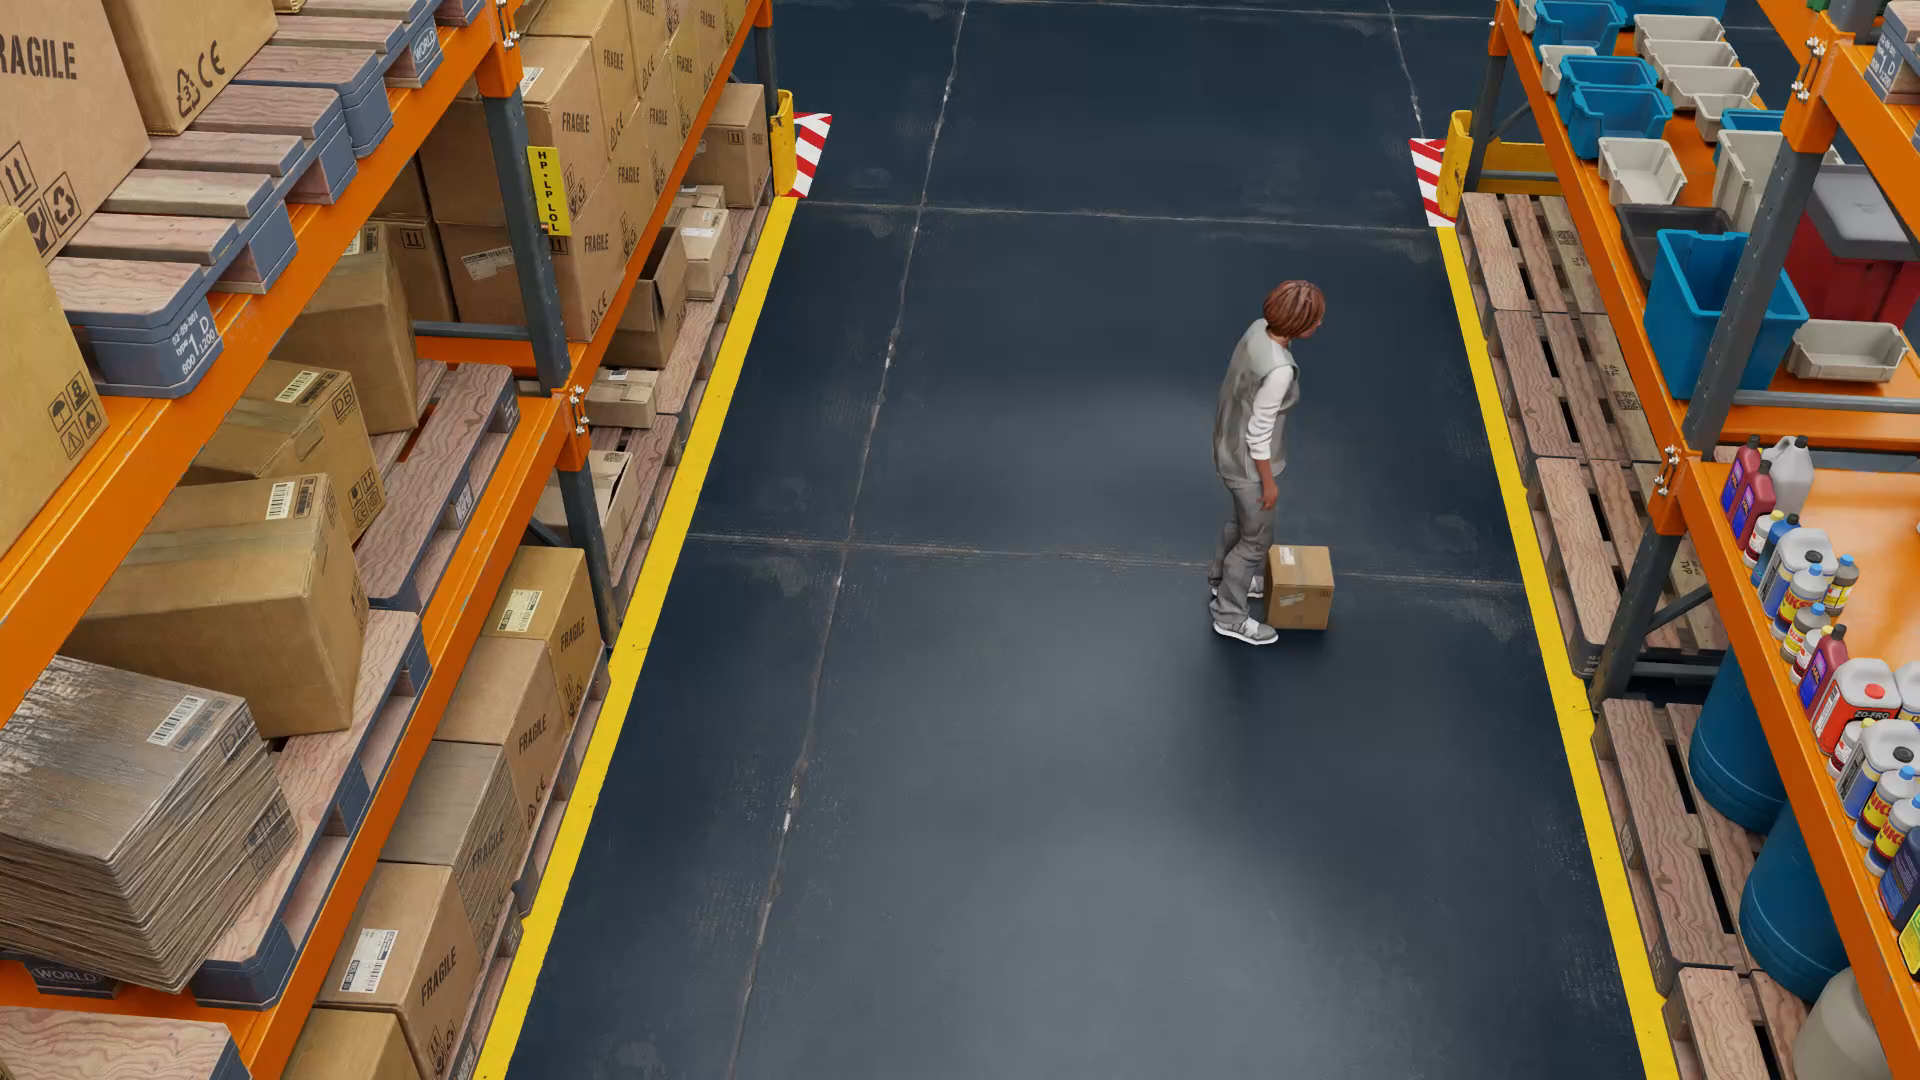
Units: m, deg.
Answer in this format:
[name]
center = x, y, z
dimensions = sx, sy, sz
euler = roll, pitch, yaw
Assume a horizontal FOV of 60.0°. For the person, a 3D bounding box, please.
[person]
center = 1.165, -0.317, 6.535
dimensions = 0.348, 1.592, 0.466
euler = 2, 41, 2
